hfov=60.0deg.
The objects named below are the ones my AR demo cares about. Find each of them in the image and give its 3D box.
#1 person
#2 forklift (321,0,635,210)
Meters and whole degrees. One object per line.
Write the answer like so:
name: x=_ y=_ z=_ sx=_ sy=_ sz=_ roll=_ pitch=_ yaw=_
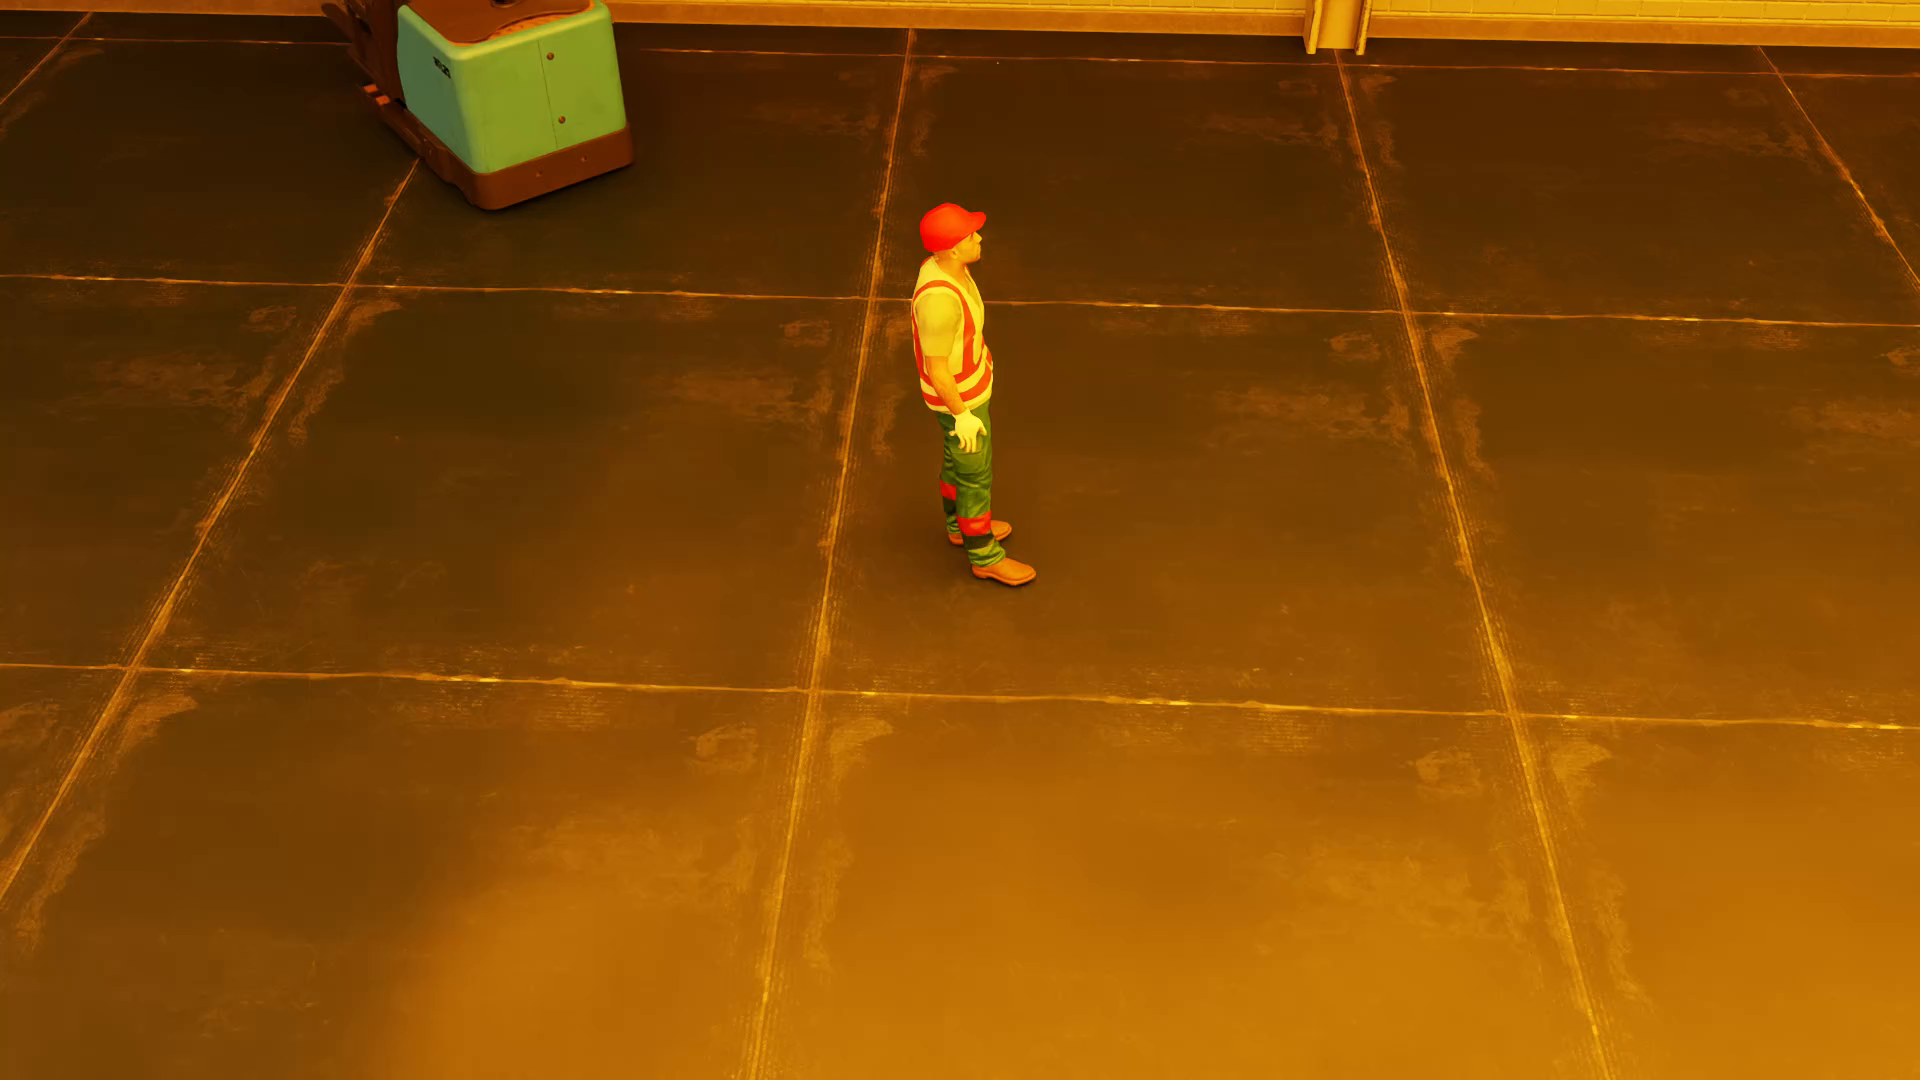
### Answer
person: x=0.079 y=-0.655 z=7.296 sx=0.564 sy=1.787 sz=0.637 roll=2 pitch=42 yaw=2
forklift: x=-3.327 y=-4.008 z=10.133 sx=1.130 sy=2.935 sz=3.031 roll=-27 pitch=49 yaw=-26
